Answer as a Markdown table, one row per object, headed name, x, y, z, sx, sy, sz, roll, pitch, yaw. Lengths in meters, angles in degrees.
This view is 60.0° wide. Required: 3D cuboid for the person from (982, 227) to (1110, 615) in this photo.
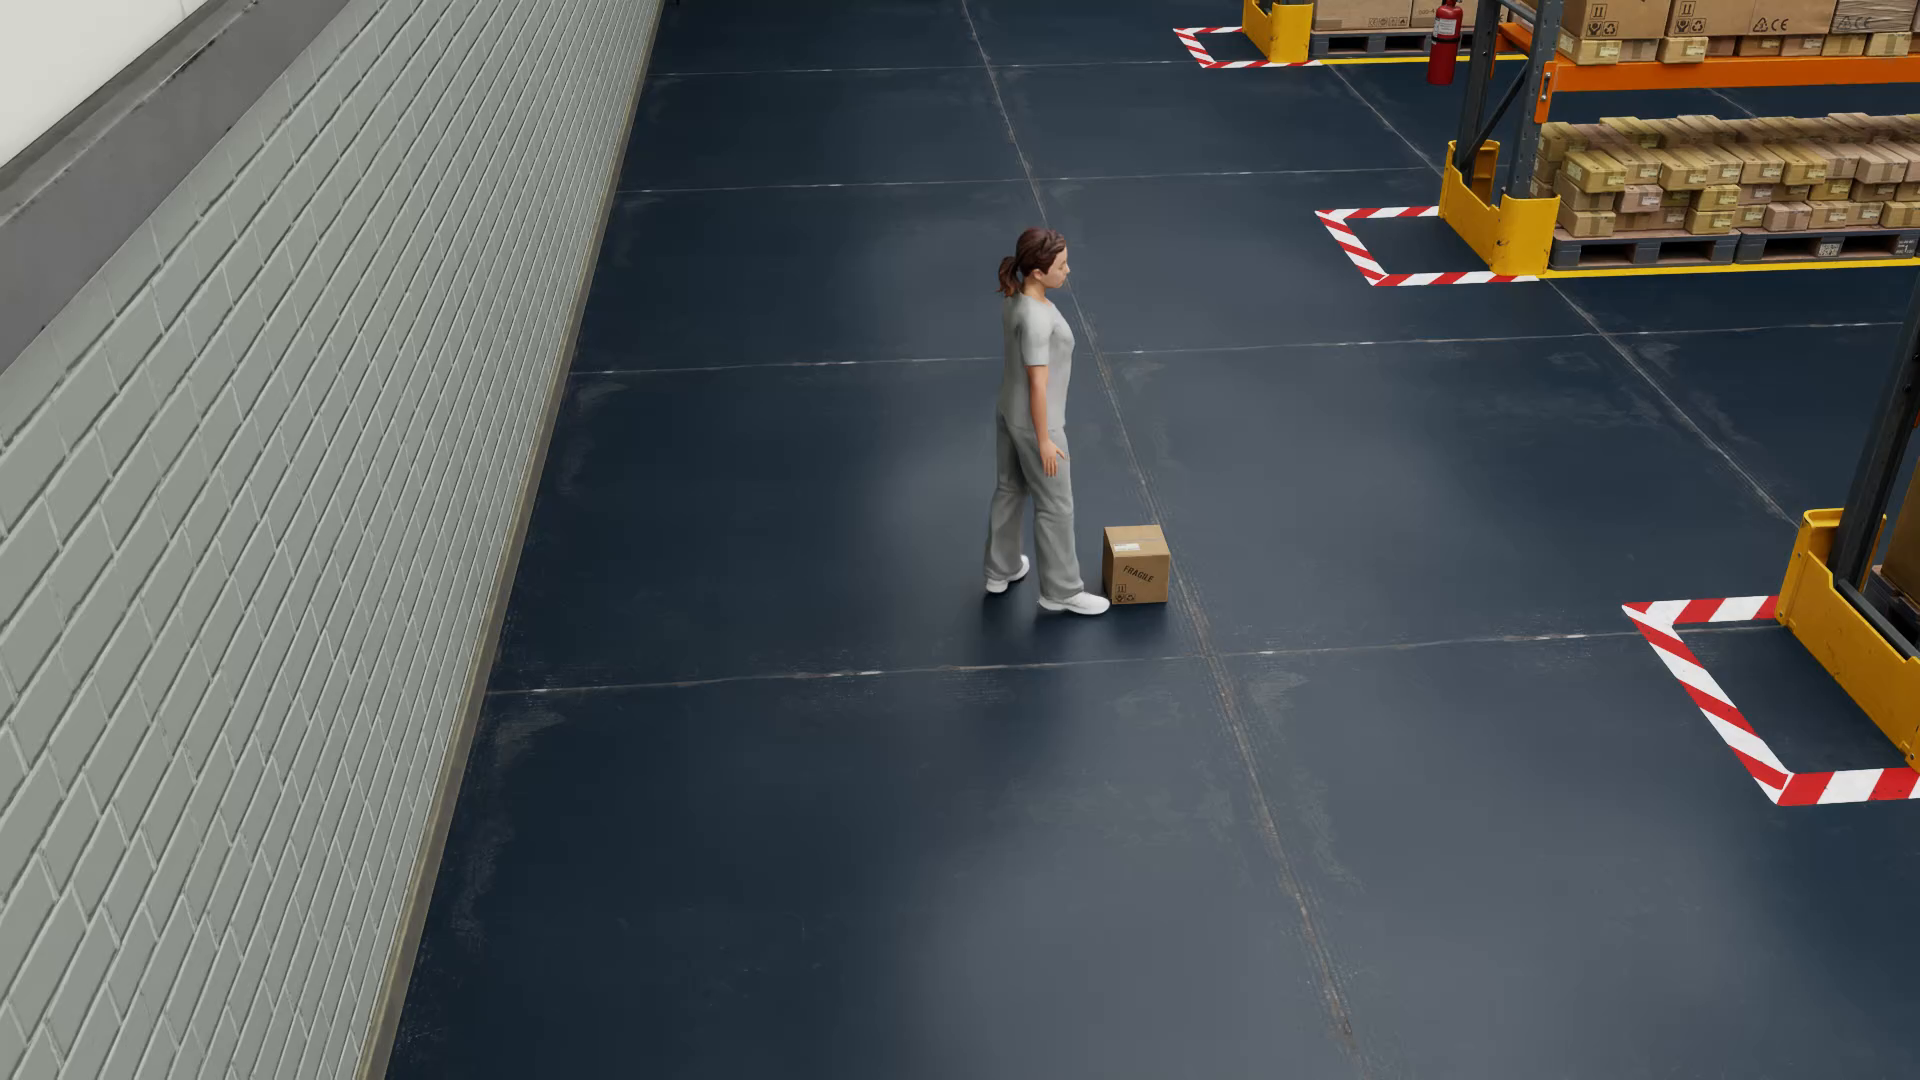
| name | x | y | z | sx | sy | sz | roll | pitch | yaw |
| --- | --- | --- | --- | --- | --- | --- | --- | --- | --- |
| person | 0.359 | -0.486 | 6.905 | 0.501 | 1.680 | 0.540 | -8 | 32 | -13 |
